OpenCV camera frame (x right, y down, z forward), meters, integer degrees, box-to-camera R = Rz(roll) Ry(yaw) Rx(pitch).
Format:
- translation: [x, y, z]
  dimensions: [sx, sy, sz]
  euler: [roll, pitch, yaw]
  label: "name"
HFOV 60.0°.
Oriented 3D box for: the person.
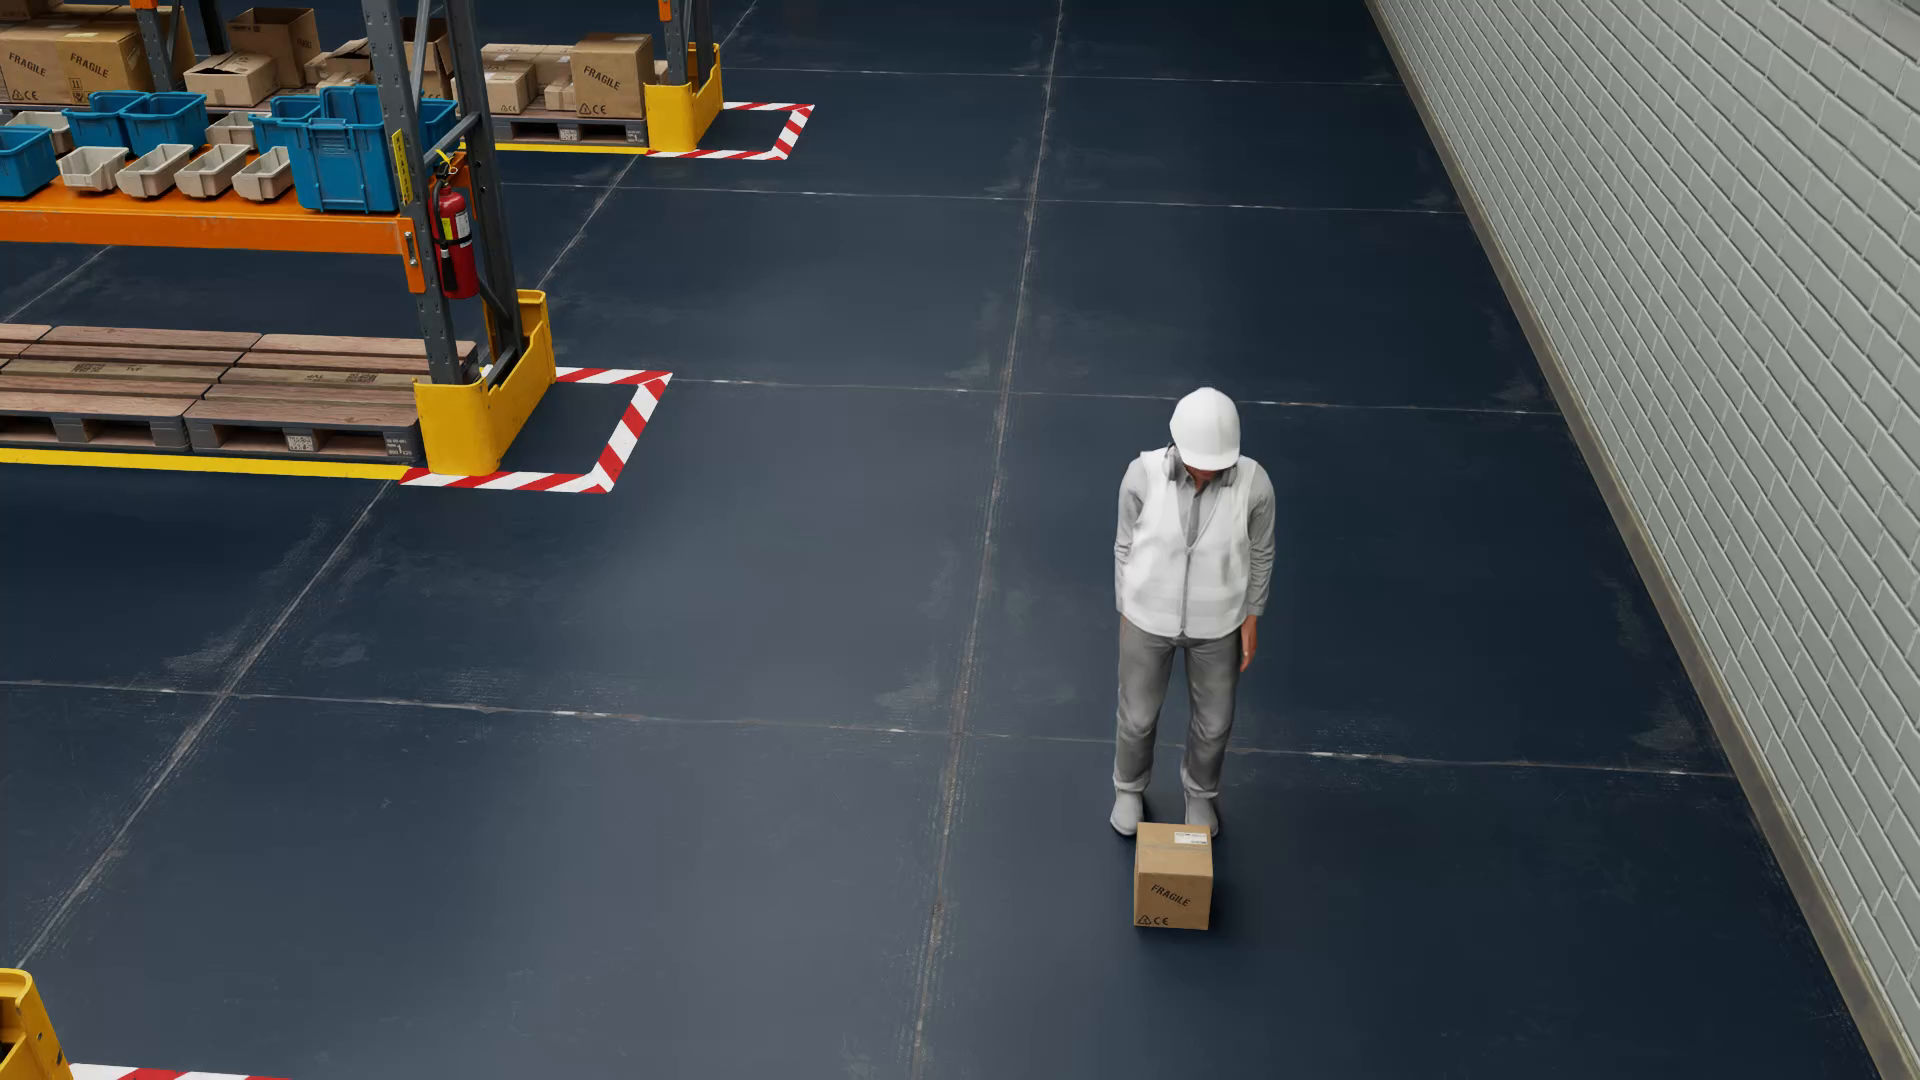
- translation: [0.786, 0.263, 5.706]
  dimensions: [0.538, 1.760, 0.378]
  euler: [3, 32, 5]
  label: "person"
